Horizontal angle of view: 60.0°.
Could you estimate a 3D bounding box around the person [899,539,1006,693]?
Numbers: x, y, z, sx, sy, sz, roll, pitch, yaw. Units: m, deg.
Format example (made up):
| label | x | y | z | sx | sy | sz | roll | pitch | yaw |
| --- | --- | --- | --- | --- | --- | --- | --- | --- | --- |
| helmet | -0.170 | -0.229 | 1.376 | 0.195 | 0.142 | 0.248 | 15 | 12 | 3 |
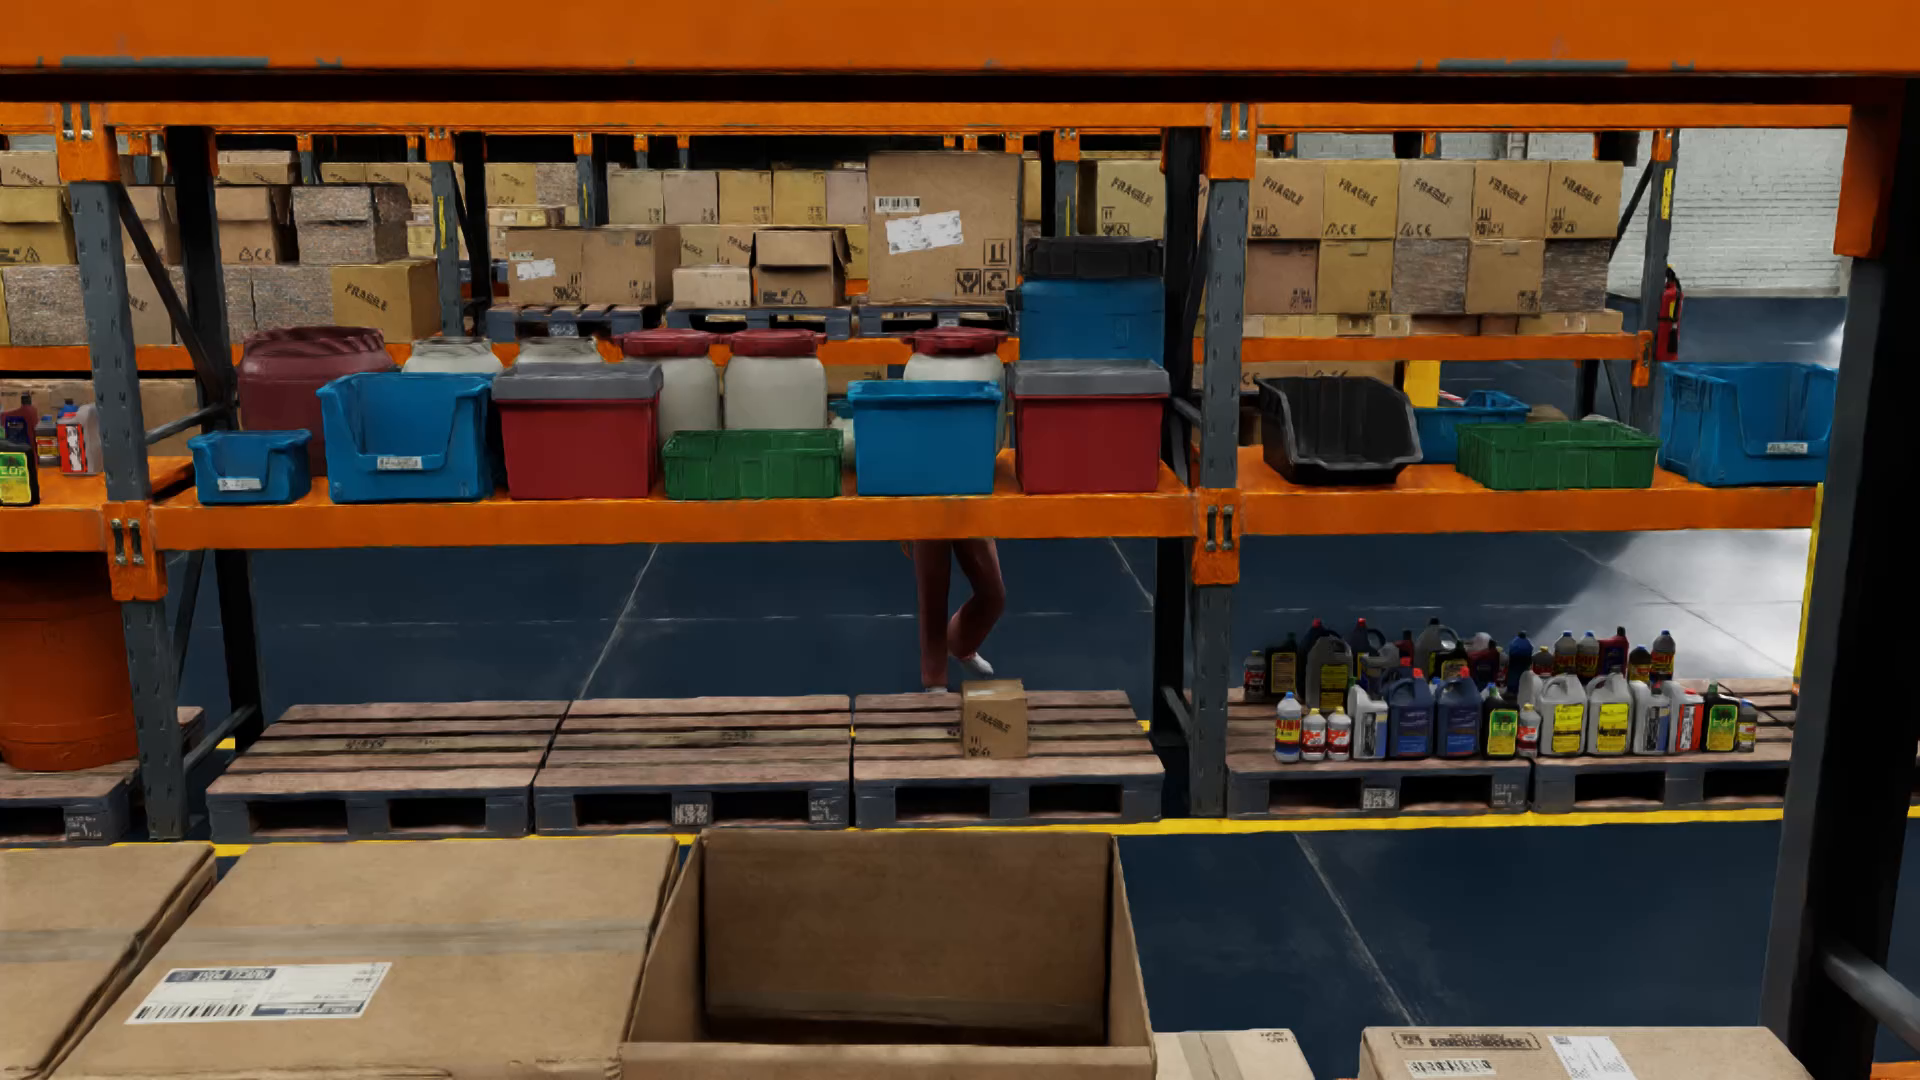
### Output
| label | x | y | z | sx | sy | sz | roll | pitch | yaw |
| --- | --- | --- | --- | --- | --- | --- | --- | --- | --- |
| person | -0.058 | -0.067 | 7.720 | 0.489 | 1.674 | 0.468 | -3 | 14 | -14 |
